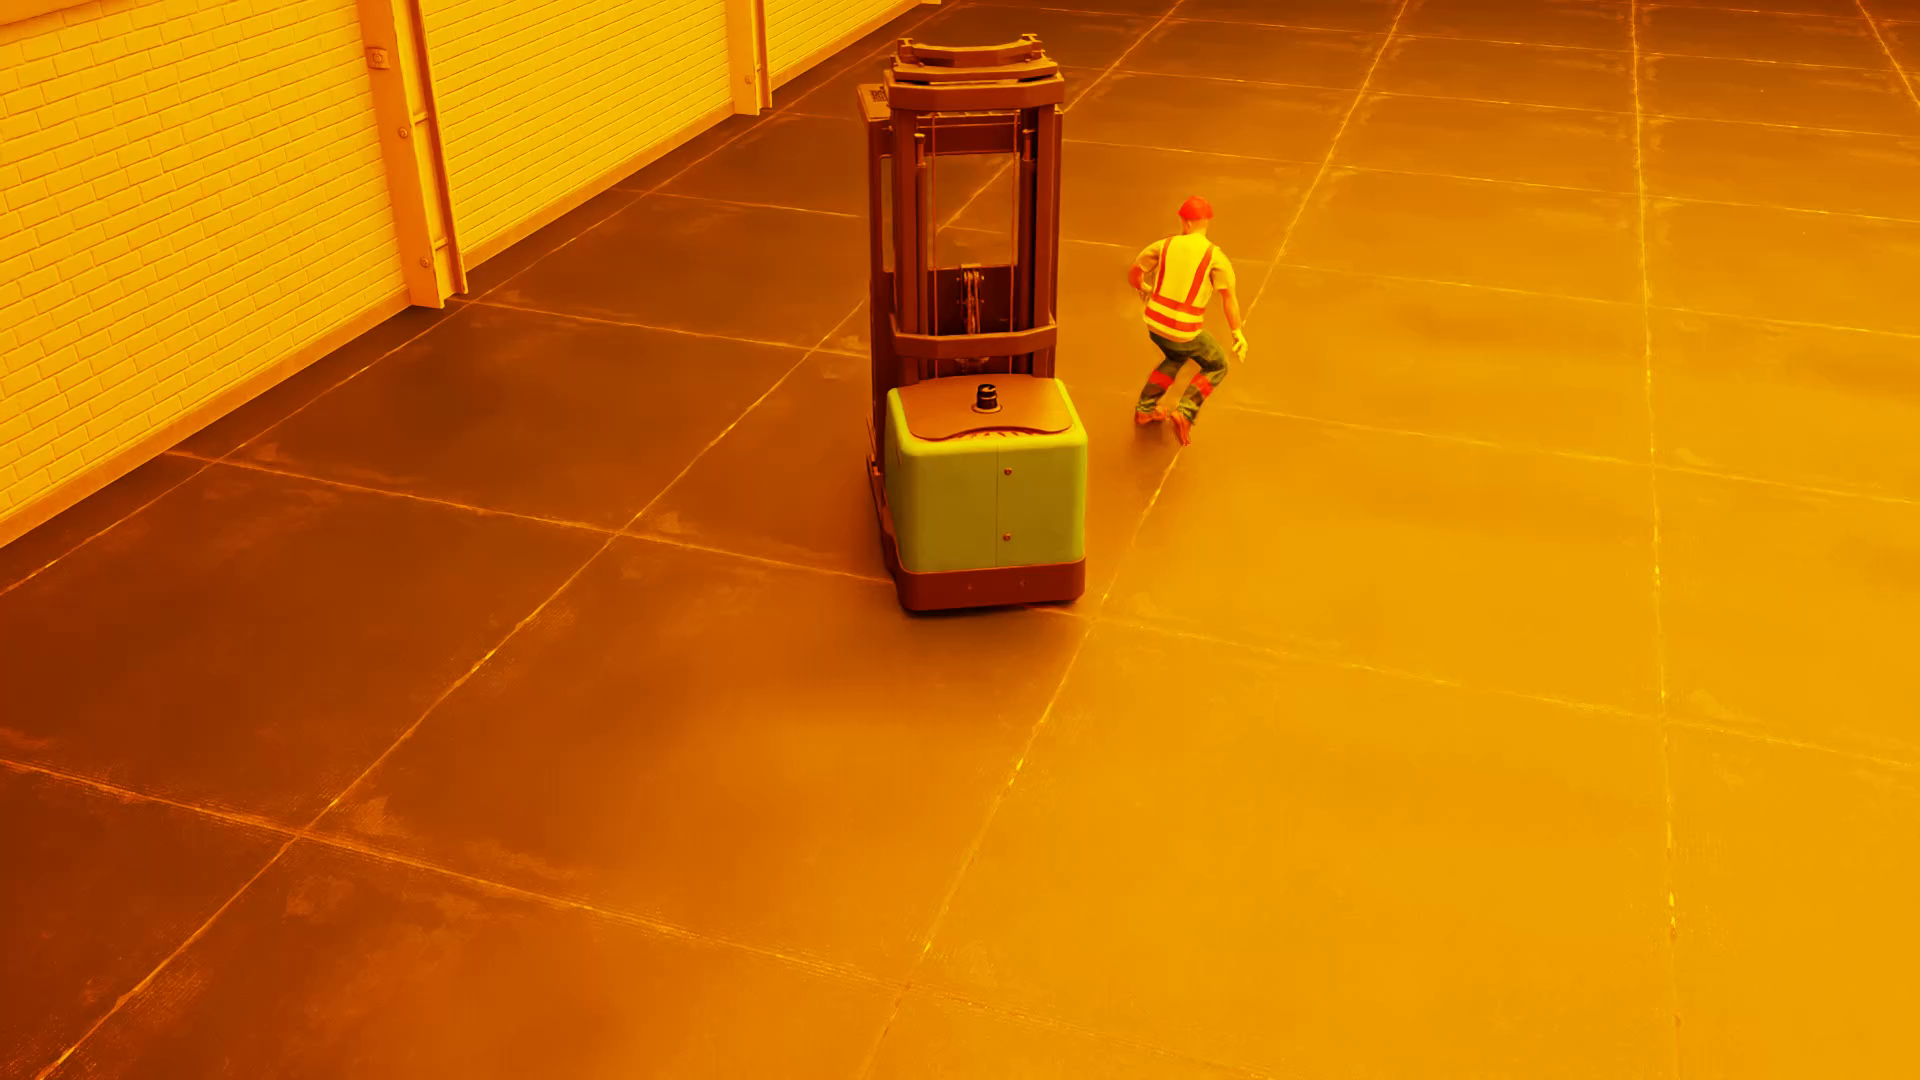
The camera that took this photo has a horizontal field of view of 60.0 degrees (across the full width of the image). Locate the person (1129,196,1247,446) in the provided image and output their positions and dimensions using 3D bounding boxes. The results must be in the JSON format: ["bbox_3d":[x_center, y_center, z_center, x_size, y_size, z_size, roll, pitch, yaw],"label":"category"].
[{"bbox_3d":[1.511,-1.433,11.049,0.999,1.622,0.532,24,37,35],"label":"person"}]

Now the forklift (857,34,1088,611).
[{"bbox_3d":[-0.008,-1.589,9.924,1.130,2.935,3.031,-4,30,-7],"label":"forklift"}]
